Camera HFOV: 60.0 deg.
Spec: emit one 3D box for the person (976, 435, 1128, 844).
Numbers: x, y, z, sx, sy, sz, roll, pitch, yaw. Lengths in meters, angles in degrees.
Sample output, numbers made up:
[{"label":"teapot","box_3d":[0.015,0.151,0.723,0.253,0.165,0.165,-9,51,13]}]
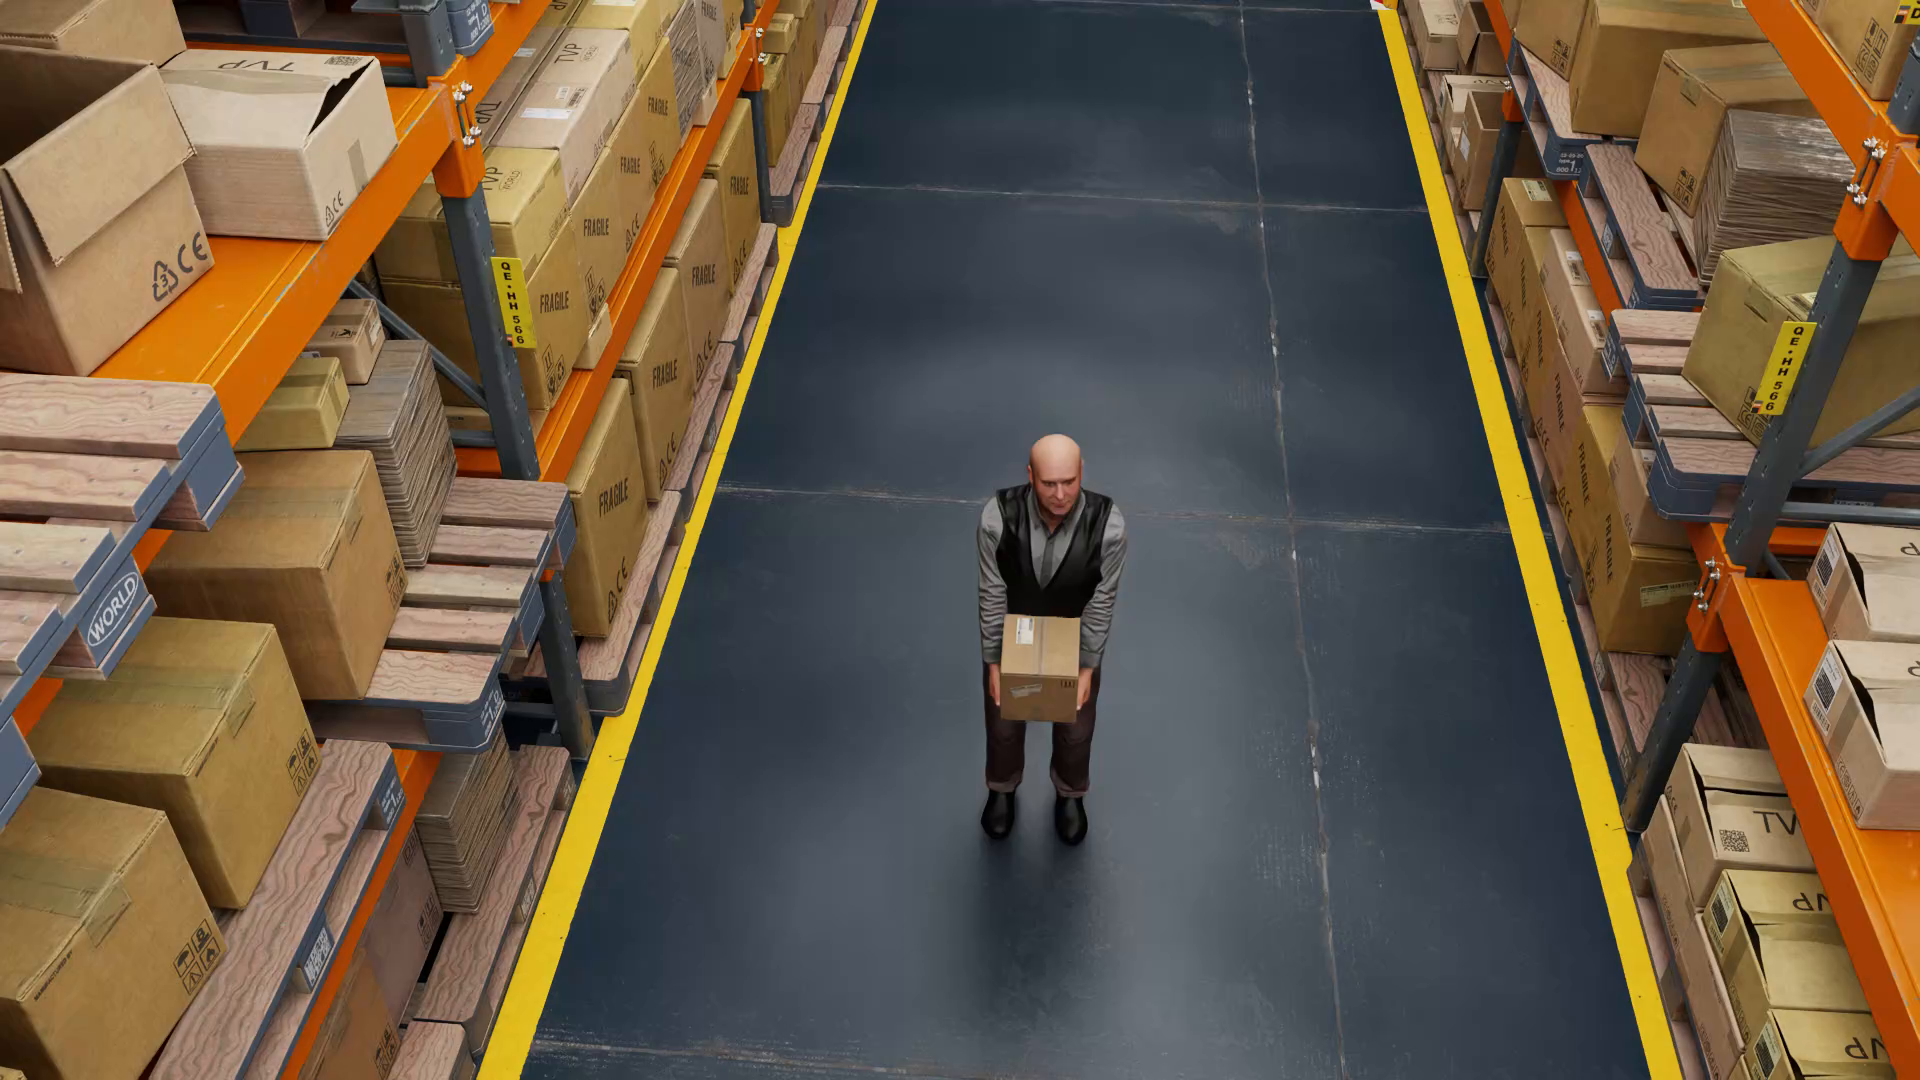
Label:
[{"label":"person","box_3d":[0.295,0.407,5.691,0.495,1.721,0.560,3,40,3]}]
